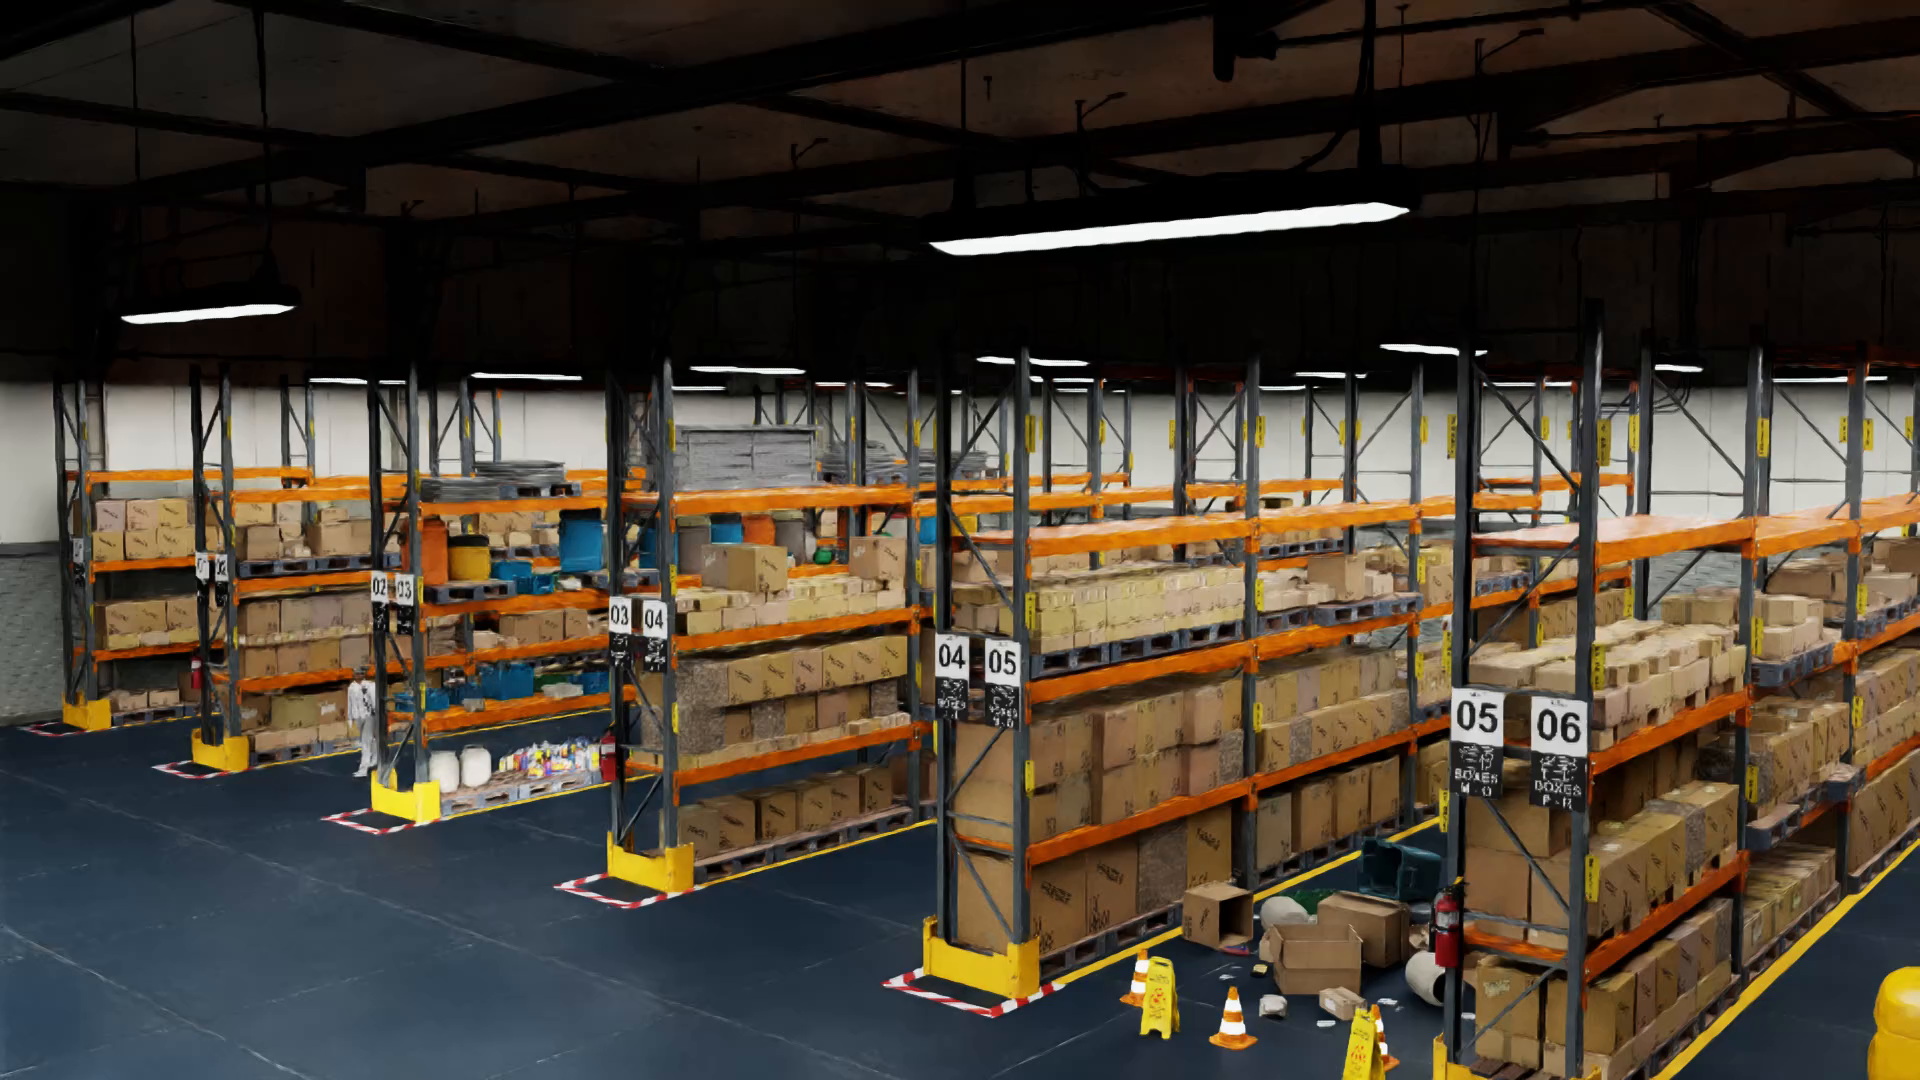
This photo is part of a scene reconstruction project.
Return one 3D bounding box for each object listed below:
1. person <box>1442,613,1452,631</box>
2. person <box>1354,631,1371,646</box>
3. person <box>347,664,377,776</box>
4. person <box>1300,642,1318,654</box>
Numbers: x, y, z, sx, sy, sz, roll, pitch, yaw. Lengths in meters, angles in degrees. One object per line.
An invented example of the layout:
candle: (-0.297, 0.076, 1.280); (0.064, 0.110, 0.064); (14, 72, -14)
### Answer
person: (9.971, 1.896, 33.360); (0.571, 1.708, 1.033); (3, 5, 32)
person: (7.639, 2.009, 32.244); (0.625, 1.658, 0.500); (0, 4, -1)
person: (-8.728, 2.597, 24.355); (0.530, 1.625, 0.934); (1, 4, 18)
person: (5.737, 2.380, 27.038); (0.553, 1.673, 1.030); (3, 5, 39)
